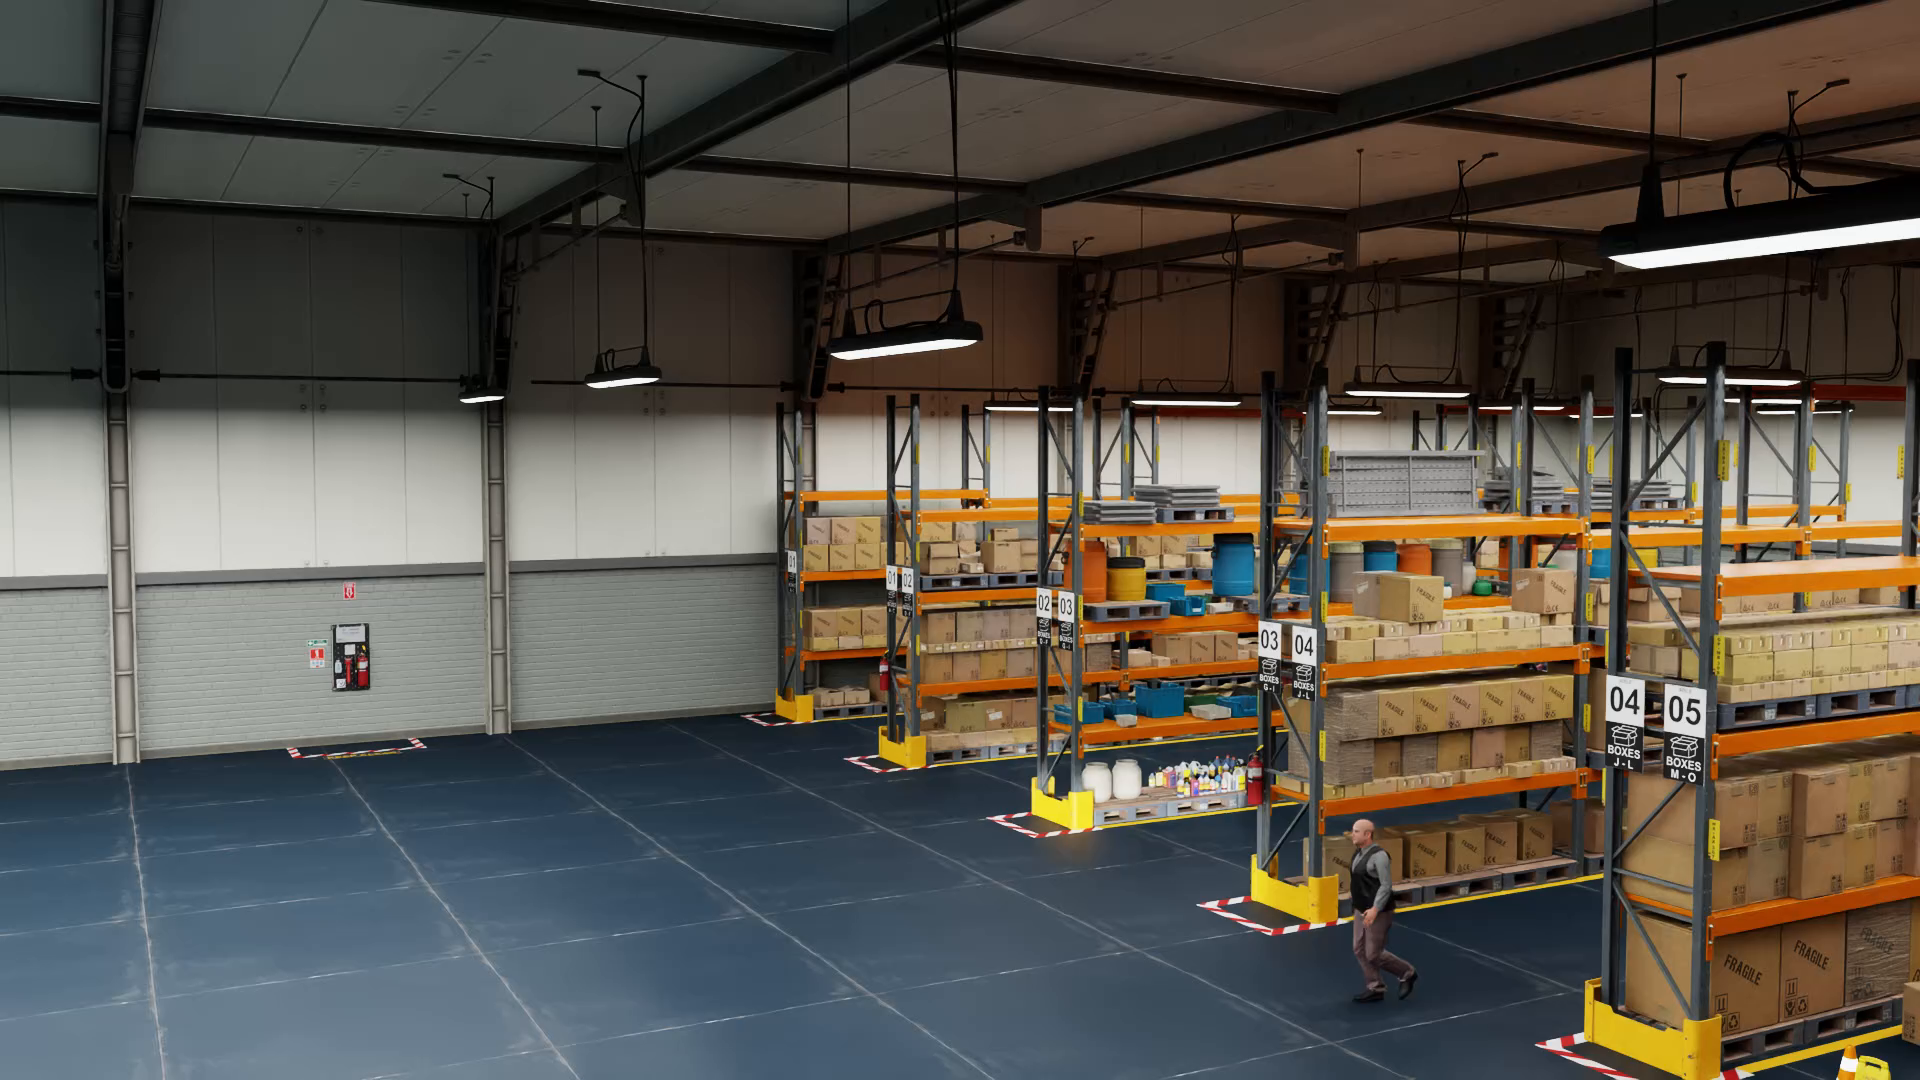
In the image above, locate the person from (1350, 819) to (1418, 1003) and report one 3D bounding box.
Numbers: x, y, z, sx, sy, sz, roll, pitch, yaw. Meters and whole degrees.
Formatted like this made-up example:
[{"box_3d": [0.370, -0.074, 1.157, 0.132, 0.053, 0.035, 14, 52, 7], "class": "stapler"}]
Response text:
[{"box_3d": [3.937, 3.443, 15.484, 0.617, 1.702, 0.600, -1, 3, -13], "class": "person"}]
